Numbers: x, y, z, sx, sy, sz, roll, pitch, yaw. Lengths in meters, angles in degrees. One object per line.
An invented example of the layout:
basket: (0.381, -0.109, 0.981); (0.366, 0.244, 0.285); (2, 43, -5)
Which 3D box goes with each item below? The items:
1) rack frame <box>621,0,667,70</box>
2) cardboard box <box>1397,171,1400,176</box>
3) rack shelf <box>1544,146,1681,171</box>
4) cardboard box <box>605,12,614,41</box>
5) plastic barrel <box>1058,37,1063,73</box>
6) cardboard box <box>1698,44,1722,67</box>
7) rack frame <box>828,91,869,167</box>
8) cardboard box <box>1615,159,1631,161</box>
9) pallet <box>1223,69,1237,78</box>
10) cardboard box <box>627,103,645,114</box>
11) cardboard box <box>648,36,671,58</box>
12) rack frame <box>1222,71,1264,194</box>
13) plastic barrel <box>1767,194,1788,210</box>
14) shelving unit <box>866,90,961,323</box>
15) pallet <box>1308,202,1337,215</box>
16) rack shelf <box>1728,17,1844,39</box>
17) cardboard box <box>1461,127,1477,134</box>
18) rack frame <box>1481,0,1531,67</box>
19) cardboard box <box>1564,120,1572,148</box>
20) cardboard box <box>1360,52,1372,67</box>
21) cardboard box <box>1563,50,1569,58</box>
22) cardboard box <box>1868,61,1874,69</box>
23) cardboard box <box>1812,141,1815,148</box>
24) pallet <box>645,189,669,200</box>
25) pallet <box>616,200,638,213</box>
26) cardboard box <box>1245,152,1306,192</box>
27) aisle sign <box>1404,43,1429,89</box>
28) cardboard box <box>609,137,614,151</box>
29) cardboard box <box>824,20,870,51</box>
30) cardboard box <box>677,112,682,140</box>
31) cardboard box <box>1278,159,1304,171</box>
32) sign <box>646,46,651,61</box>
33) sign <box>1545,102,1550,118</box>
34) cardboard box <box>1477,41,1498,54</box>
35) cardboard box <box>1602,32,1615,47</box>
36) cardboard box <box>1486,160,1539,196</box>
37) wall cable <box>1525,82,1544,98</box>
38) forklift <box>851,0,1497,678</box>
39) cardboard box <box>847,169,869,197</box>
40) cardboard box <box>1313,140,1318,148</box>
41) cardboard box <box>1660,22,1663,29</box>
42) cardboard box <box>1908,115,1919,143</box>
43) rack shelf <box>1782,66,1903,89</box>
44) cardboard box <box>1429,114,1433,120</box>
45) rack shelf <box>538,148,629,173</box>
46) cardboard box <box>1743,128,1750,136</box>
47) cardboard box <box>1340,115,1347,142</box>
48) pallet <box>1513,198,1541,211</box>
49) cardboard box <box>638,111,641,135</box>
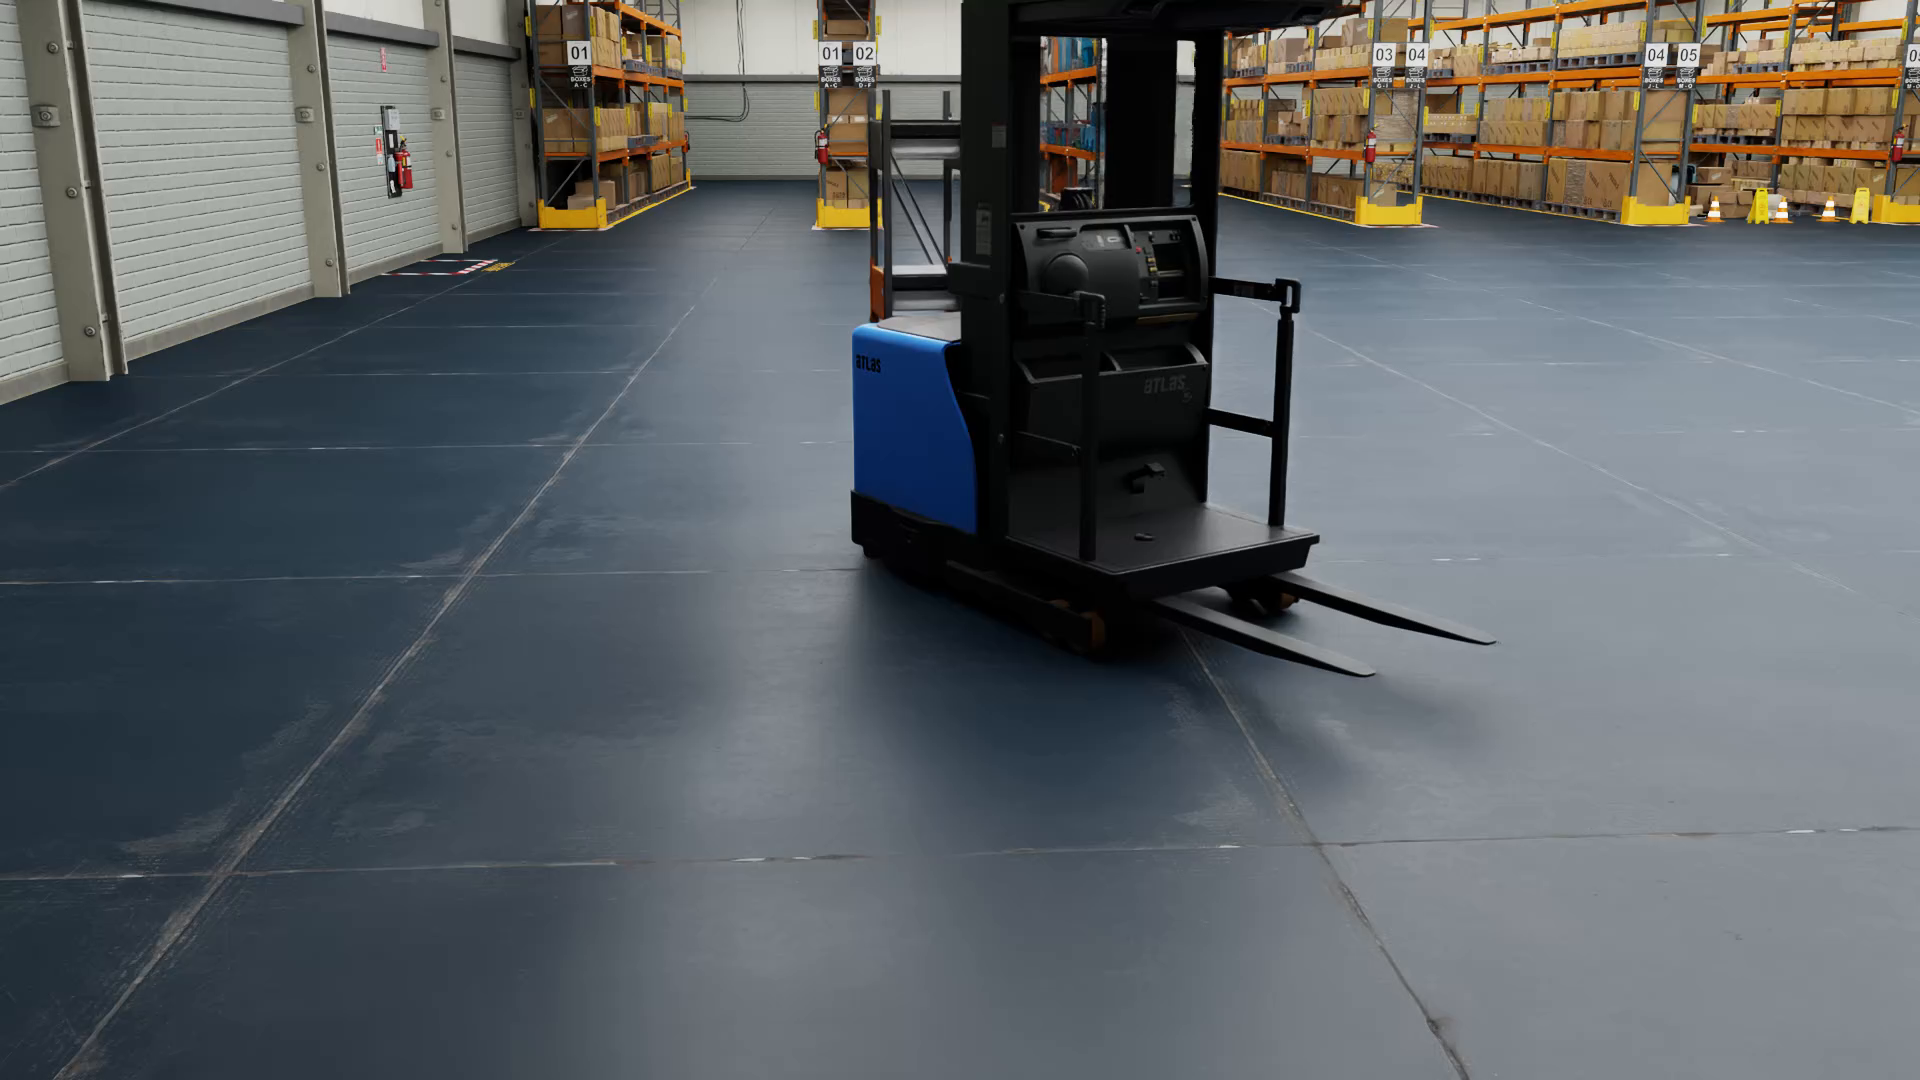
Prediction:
rack frame: (-7.674, -12.928, 40.211); (1.000, 3.000, 0.127); (-1, 14, -3)
cardboard box: (11.764, -9.671, 43.874); (0.380, 0.149, 0.250); (-2, 15, -6)
rack shelf: (12.733, -7.468, 32.474); (1.077, 0.370, 4.000); (-1, 14, -3)
cardboard box: (-6.790, -9.641, 31.212); (0.500, 0.500, 0.500); (-1, 14, -5)
plastic barrel: (2.380, -10.329, 35.127); (0.600, 0.901, 0.708); (-1, 14, -3)
cardboard box: (17.122, -11.207, 38.495); (0.797, 0.503, 0.637); (-2, 15, -7)
rack frame: (-2.483, -9.105, 37.393); (1.000, 3.000, 0.127); (-1, 14, -3)
cardboard box: (17.166, -9.426, 42.063); (0.875, 0.875, 0.875); (0, 14, -2)
pallet: (7.117, -11.865, 42.279); (1.003, 0.211, 1.213); (-1, 14, -3)
cardboard box: (-7.199, -9.717, 37.429); (0.500, 0.250, 0.500); (-1, 14, -2)
cardboard box: (-7.439, -12.199, 41.152); (0.500, 0.500, 0.500); (-1, 14, -4)
rack frame: (7.157, -10.252, 41.851); (1.000, 3.000, 0.127); (-1, 14, -3)
plastic barrel: (16.152, -6.663, 33.073); (0.512, 0.421, 0.421); (10, 18, 35)
shelving unit: (-0.201, -1.112, 8.133); (0.431, 2.100, 0.503); (-3, 15, -10)
pallet: (7.730, -6.745, 33.818); (1.003, 0.211, 1.213); (-1, 14, -3)
rack shelf: (21.878, -13.535, 44.022); (1.077, 0.370, 4.000); (-1, 14, -3)
cardboard box: (11.872, -9.506, 38.612); (0.380, 0.149, 0.250); (-1, 14, -3)
rack frame: (12.362, -12.214, 37.437); (1.000, 3.000, 0.127); (-1, 14, -3)
cardboard box: (12.701, -8.158, 33.413); (0.875, 0.550, 0.550); (-1, 14, -3)
cardboard box: (7.617, -8.763, 30.347); (0.500, 0.250, 0.500); (-1, 14, -2)
cardboard box: (12.311, -9.736, 33.288); (0.380, 0.149, 0.250); (-1, 14, -3)
cardboard box: (17.510, -9.028, 31.578); (0.380, 0.149, 0.250); (-1, 14, -3)
cardboard box: (17.386, -7.955, 33.427); (0.380, 0.149, 0.250); (-1, 14, -4)
pallet: (-7.473, -8.177, 39.383); (1.003, 0.211, 1.213); (-1, 14, -3)
pallet: (-7.229, -6.876, 34.326); (1.003, 0.211, 1.213); (-1, 14, -3)
cardboard box: (7.383, -8.603, 38.865); (1.225, 0.875, 0.875); (-2, 15, -6)
aisle sign: (8.204, -8.515, 29.886); (0.394, 0.787, 0.004); (-1, 14, -3)
cardboard box: (-6.716, -7.357, 30.861); (0.500, 0.250, 0.500); (-1, 14, -4)
cardboard box: (-2.018, -9.032, 29.760); (0.797, 0.503, 0.637); (0, 14, 0)
cardboard box: (-7.825, -10.855, 43.593); (0.980, 0.700, 0.700); (-1, 14, -4)
cardboard box: (7.476, -8.456, 37.502); (0.500, 0.250, 0.500); (0, 14, -1)
sign: (-6.885, -10.738, 36.685); (0.100, 0.325, 0.005); (-1, 14, -3)
sign: (12.068, -8.825, 34.141); (0.100, 0.325, 0.005); (-1, 14, -3)
cardboard box: (12.077, -11.277, 38.078); (0.396, 0.266, 0.258); (-1, 14, -3)
cardboard box: (12.488, -9.461, 31.420); (0.500, 0.250, 0.500); (-1, 14, -4)
cardboard box: (12.367, -8.052, 36.973); (1.050, 0.750, 0.750); (-1, 14, -3)
wall cable: (17.842, -13.318, 51.730); (0.588, 1.984, 0.122); (-1, 14, -3)
forklift: (0.739, -1.119, 6.493); (1.130, 2.935, 3.031); (-10, 17, -33)
cardboard box: (-1.875, -6.735, 31.355); (0.500, 0.500, 0.500); (-1, 14, -3)
cardboard box: (7.368, -8.020, 33.681); (0.380, 0.149, 0.250); (-1, 14, -3)
cardboard box: (13.123, -9.502, 30.776); (0.380, 0.149, 0.250); (-1, 14, -4)
cardboard box: (18.039, -7.735, 31.271); (0.500, 0.500, 0.500); (-1, 14, -4)
rack shelf: (17.667, -9.022, 32.495); (1.077, 0.370, 4.000); (-1, 14, -3)
cardboard box: (11.729, -10.373, 40.788); (0.380, 0.149, 0.250); (-1, 14, -4)
rack shelf: (-7.055, -7.187, 31.383); (1.077, 0.370, 4.000); (-1, 14, -3)
cardboard box: (17.166, -8.813, 35.921); (0.380, 0.149, 0.250); (-1, 14, -3)
cardboard box: (7.755, -7.844, 31.697); (0.875, 0.500, 0.500); (-1, 14, -3)
pallet: (12.486, -7.154, 35.407); (1.003, 0.211, 1.213); (-1, 14, -3)
cardboard box: (-7.388, -9.172, 36.572); (0.700, 0.500, 0.500); (-3, 15, -10)
